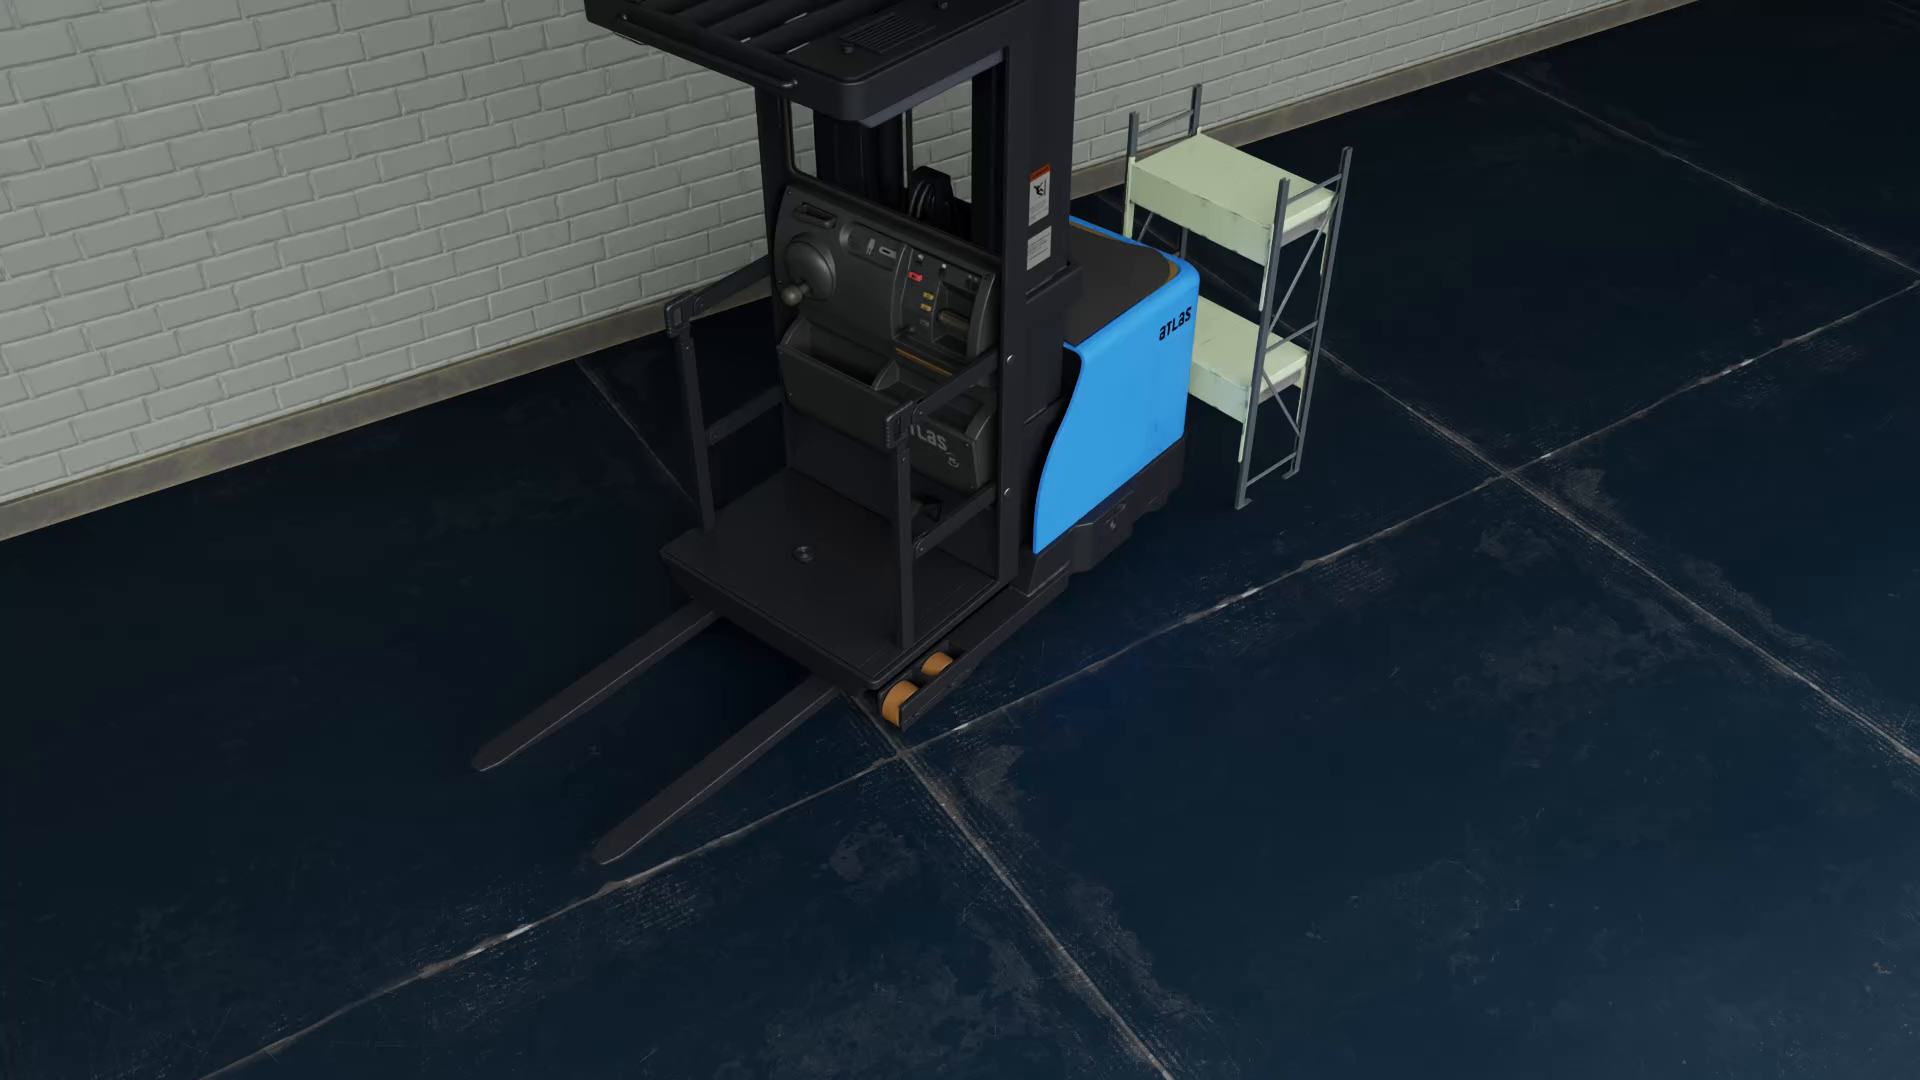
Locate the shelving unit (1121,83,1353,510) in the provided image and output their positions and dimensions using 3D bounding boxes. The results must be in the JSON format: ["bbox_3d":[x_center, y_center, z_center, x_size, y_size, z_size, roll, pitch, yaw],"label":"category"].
[{"bbox_3d":[1.048,-0.964,6.734,0.431,1.500,0.755,-30,48,-31],"label":"shelving unit"}]

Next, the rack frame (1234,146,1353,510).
[{"bbox_3d":[1.295,-0.792,6.527,0.400,1.500,0.023,-30,48,-31],"label":"rack frame"}]

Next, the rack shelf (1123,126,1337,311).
[{"bbox_3d":[1.049,-1.265,6.485,0.431,0.370,0.720,-30,48,-31],"label":"rack shelf"}]

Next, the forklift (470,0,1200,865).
[{"bbox_3d":[-0.400,-0.821,5.445,1.130,2.935,3.031,28,47,30],"label":"forklift"}]

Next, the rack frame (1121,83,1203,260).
[{"bbox_3d":[0.801,-1.137,6.941,0.400,1.500,0.023,-30,48,-31],"label":"rack frame"}]

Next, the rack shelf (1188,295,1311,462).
[{"bbox_3d":[1.047,-0.713,6.942,0.431,0.370,0.720,-30,48,-31],"label":"rack shelf"}]
